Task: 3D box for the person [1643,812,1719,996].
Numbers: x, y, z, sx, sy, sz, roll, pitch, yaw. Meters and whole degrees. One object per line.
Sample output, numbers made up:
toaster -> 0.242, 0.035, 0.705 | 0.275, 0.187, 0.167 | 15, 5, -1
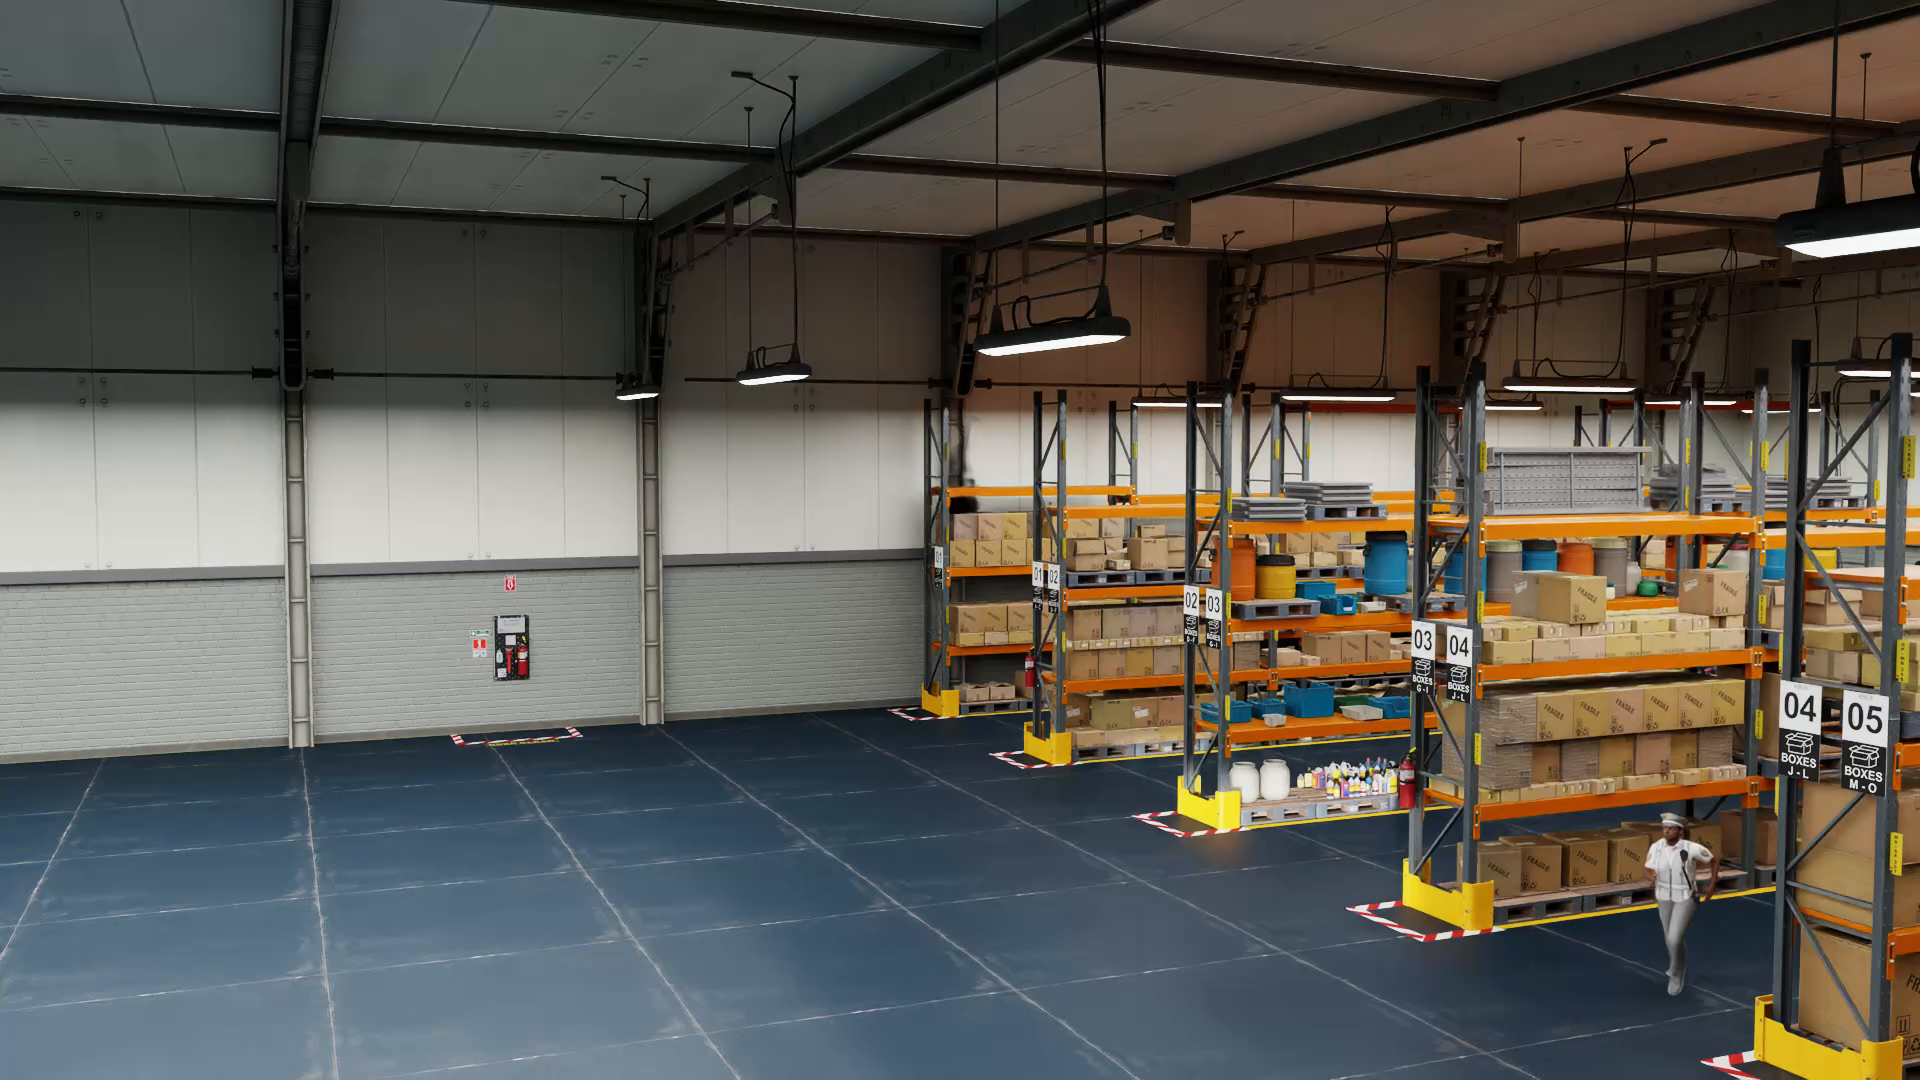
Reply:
person -> 6.752, 3.397, 15.628 | 0.861, 1.705, 0.588 | -3, 5, -44
